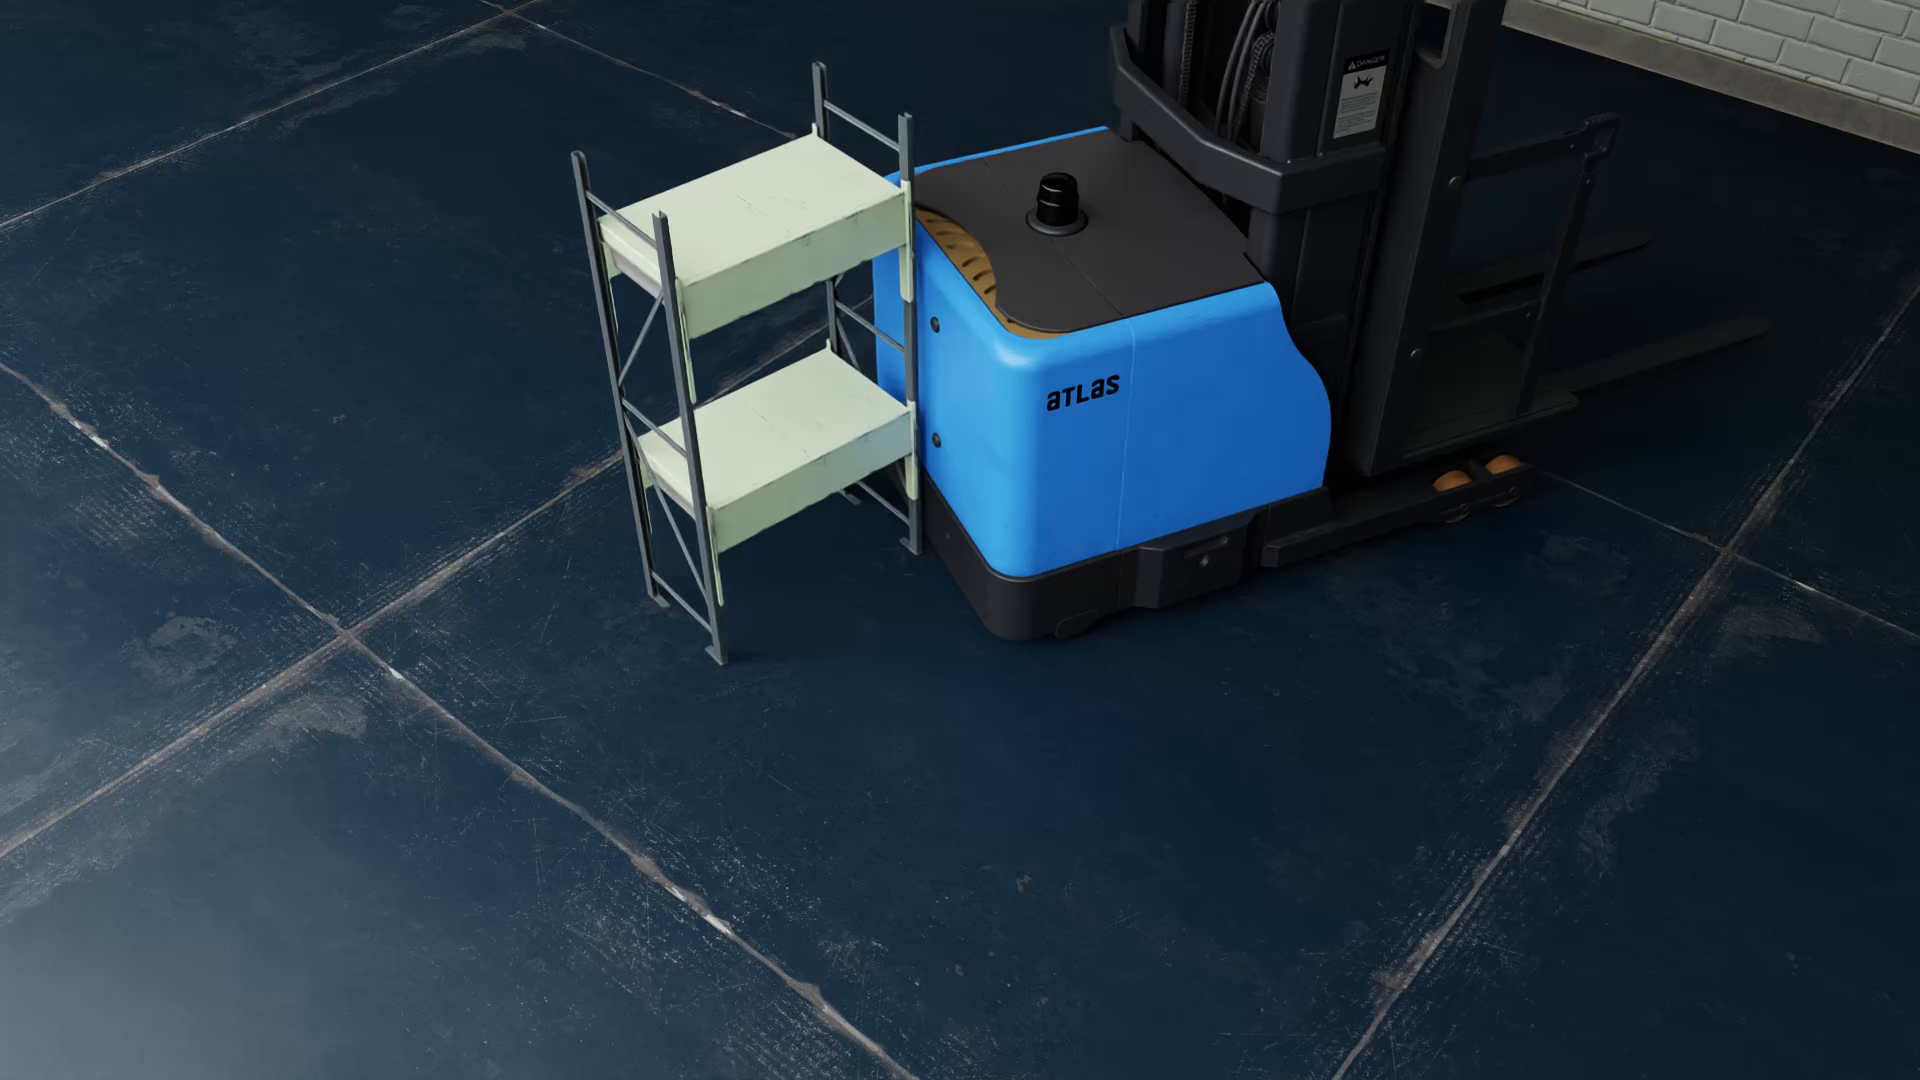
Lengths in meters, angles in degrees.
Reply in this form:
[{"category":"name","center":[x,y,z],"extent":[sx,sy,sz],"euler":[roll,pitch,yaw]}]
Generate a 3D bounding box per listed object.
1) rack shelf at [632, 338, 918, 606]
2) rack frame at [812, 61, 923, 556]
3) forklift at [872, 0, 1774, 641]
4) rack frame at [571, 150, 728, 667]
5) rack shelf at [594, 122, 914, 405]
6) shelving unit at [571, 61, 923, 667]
[{"category":"rack shelf","center":[-0.534,-0.211,4.851],"extent":[0.720,0.370,0.431],"euler":[-30,50,-29]},{"category":"rack frame","center":[-0.255,-0.611,4.807],"extent":[0.023,1.500,0.400],"euler":[-30,50,-29]},{"category":"forklift","center":[1.287,-1.450,4.666],"extent":[3.031,2.935,1.130],"euler":[-17,45,-17]},{"category":"rack frame","center":[-0.814,-0.293,4.457],"extent":[0.023,1.500,0.400],"euler":[-30,50,-29]},{"category":"rack shelf","center":[-0.534,-0.741,4.370],"extent":[0.720,0.370,0.431],"euler":[-30,50,-29]},{"category":"shelving unit","center":[-0.534,-0.452,4.632],"extent":[0.755,1.500,0.431],"euler":[-30,50,-29]}]
